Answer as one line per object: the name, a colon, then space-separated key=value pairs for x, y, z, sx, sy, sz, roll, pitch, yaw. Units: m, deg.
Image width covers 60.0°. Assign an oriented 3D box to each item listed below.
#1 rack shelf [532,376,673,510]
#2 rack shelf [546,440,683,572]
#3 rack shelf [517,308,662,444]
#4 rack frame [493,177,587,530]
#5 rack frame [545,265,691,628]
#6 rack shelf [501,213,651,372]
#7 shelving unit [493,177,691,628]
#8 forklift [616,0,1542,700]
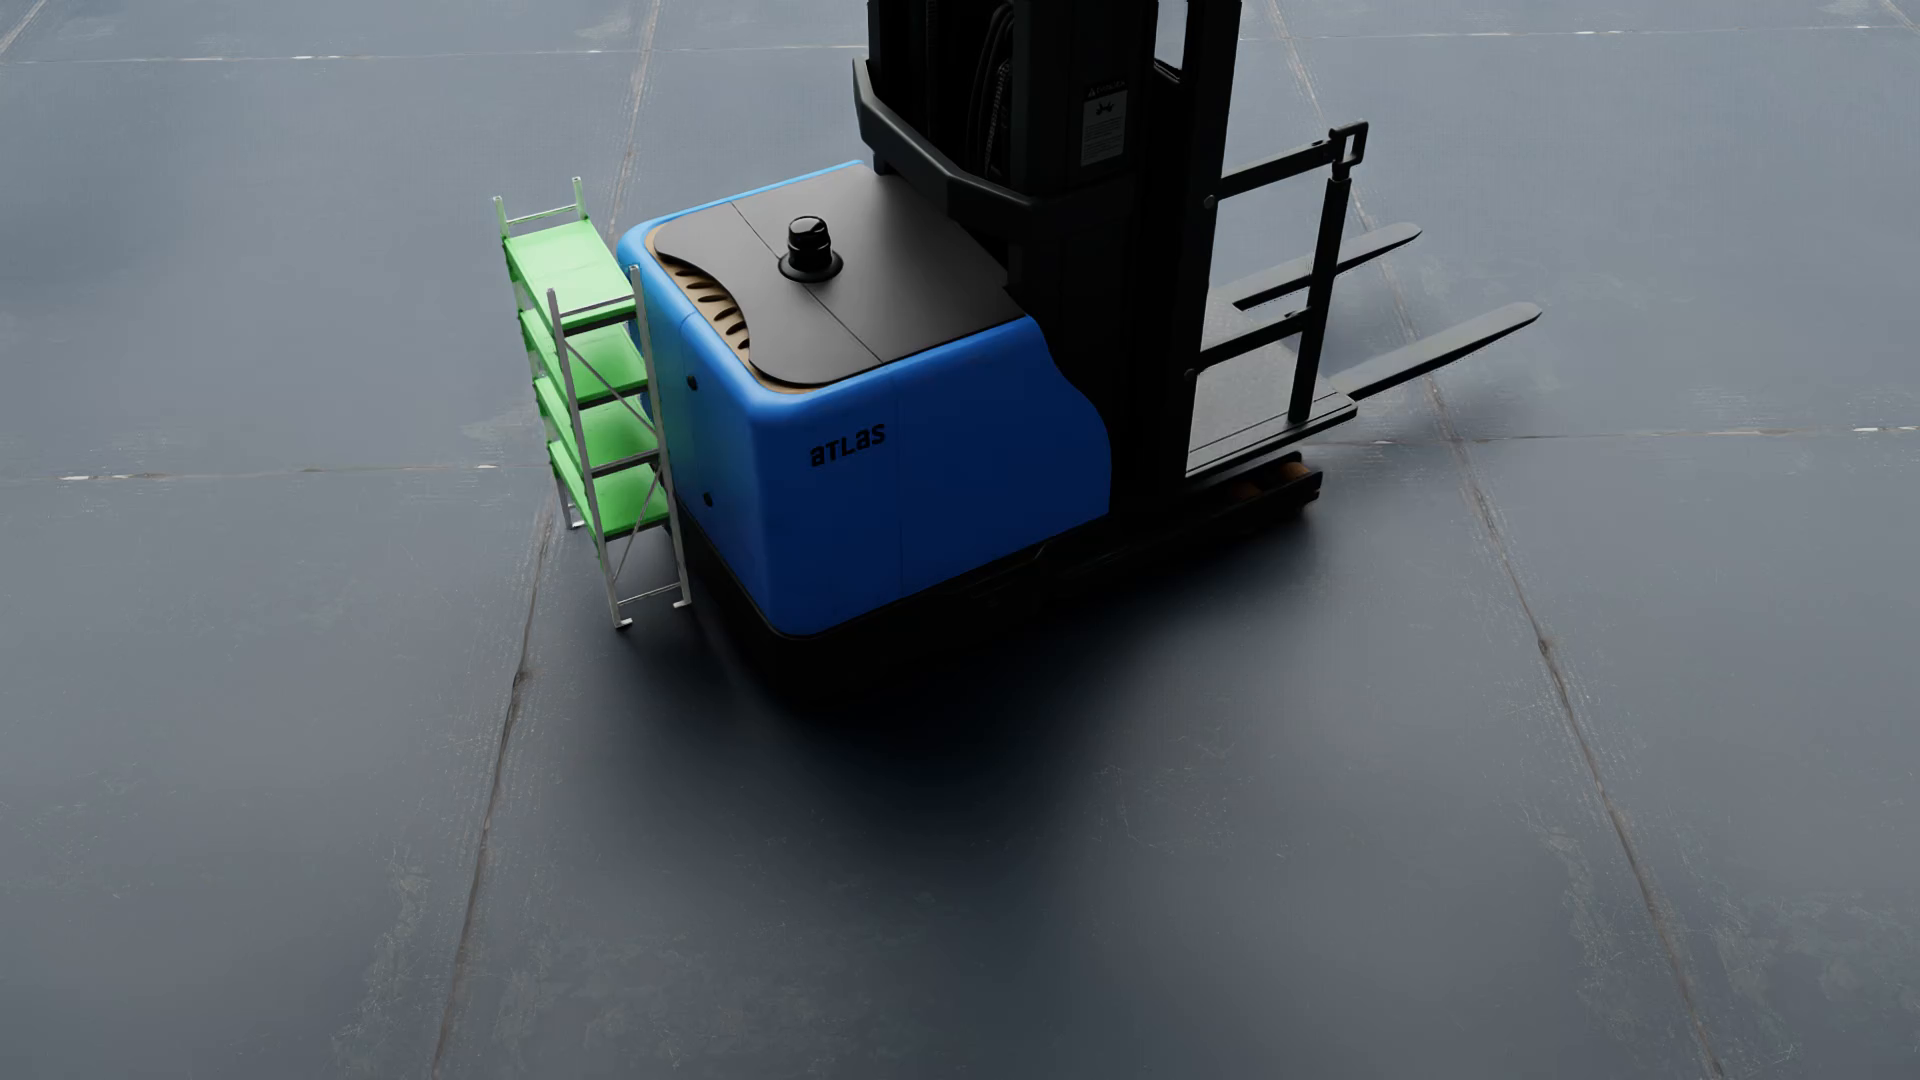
rack shelf: x=-1.036 y=-0.319 z=4.804 sx=0.258 sy=0.148 sz=0.480 roll=-19 pitch=46 yaw=-19
rack shelf: x=-1.036 y=-0.143 z=4.966 sx=0.258 sy=0.148 sz=0.480 roll=-19 pitch=46 yaw=-19
rack shelf: x=-1.037 y=-0.496 z=4.642 sx=0.258 sy=0.148 sz=0.480 roll=-19 pitch=46 yaw=-19
rack frame: x=-1.147 y=-0.513 z=4.921 sx=0.240 sy=1.200 sz=0.015 roll=-19 pitch=46 yaw=-19
rack frame: x=-0.926 y=-0.219 z=4.600 sx=0.240 sy=1.200 sz=0.015 roll=-19 pitch=46 yaw=-19
rack shelf: x=-1.037 y=-0.672 z=4.479 sx=0.258 sy=0.148 sz=0.480 roll=-19 pitch=46 yaw=-19
shelving unit: x=-1.036 y=-0.366 z=4.761 sx=0.258 sy=1.200 sz=0.503 roll=-19 pitch=46 yaw=-19
forklift: x=0.561 y=-1.382 z=4.589 sx=3.031 sy=2.935 sz=1.130 roll=-22 pitch=47 yaw=-22
